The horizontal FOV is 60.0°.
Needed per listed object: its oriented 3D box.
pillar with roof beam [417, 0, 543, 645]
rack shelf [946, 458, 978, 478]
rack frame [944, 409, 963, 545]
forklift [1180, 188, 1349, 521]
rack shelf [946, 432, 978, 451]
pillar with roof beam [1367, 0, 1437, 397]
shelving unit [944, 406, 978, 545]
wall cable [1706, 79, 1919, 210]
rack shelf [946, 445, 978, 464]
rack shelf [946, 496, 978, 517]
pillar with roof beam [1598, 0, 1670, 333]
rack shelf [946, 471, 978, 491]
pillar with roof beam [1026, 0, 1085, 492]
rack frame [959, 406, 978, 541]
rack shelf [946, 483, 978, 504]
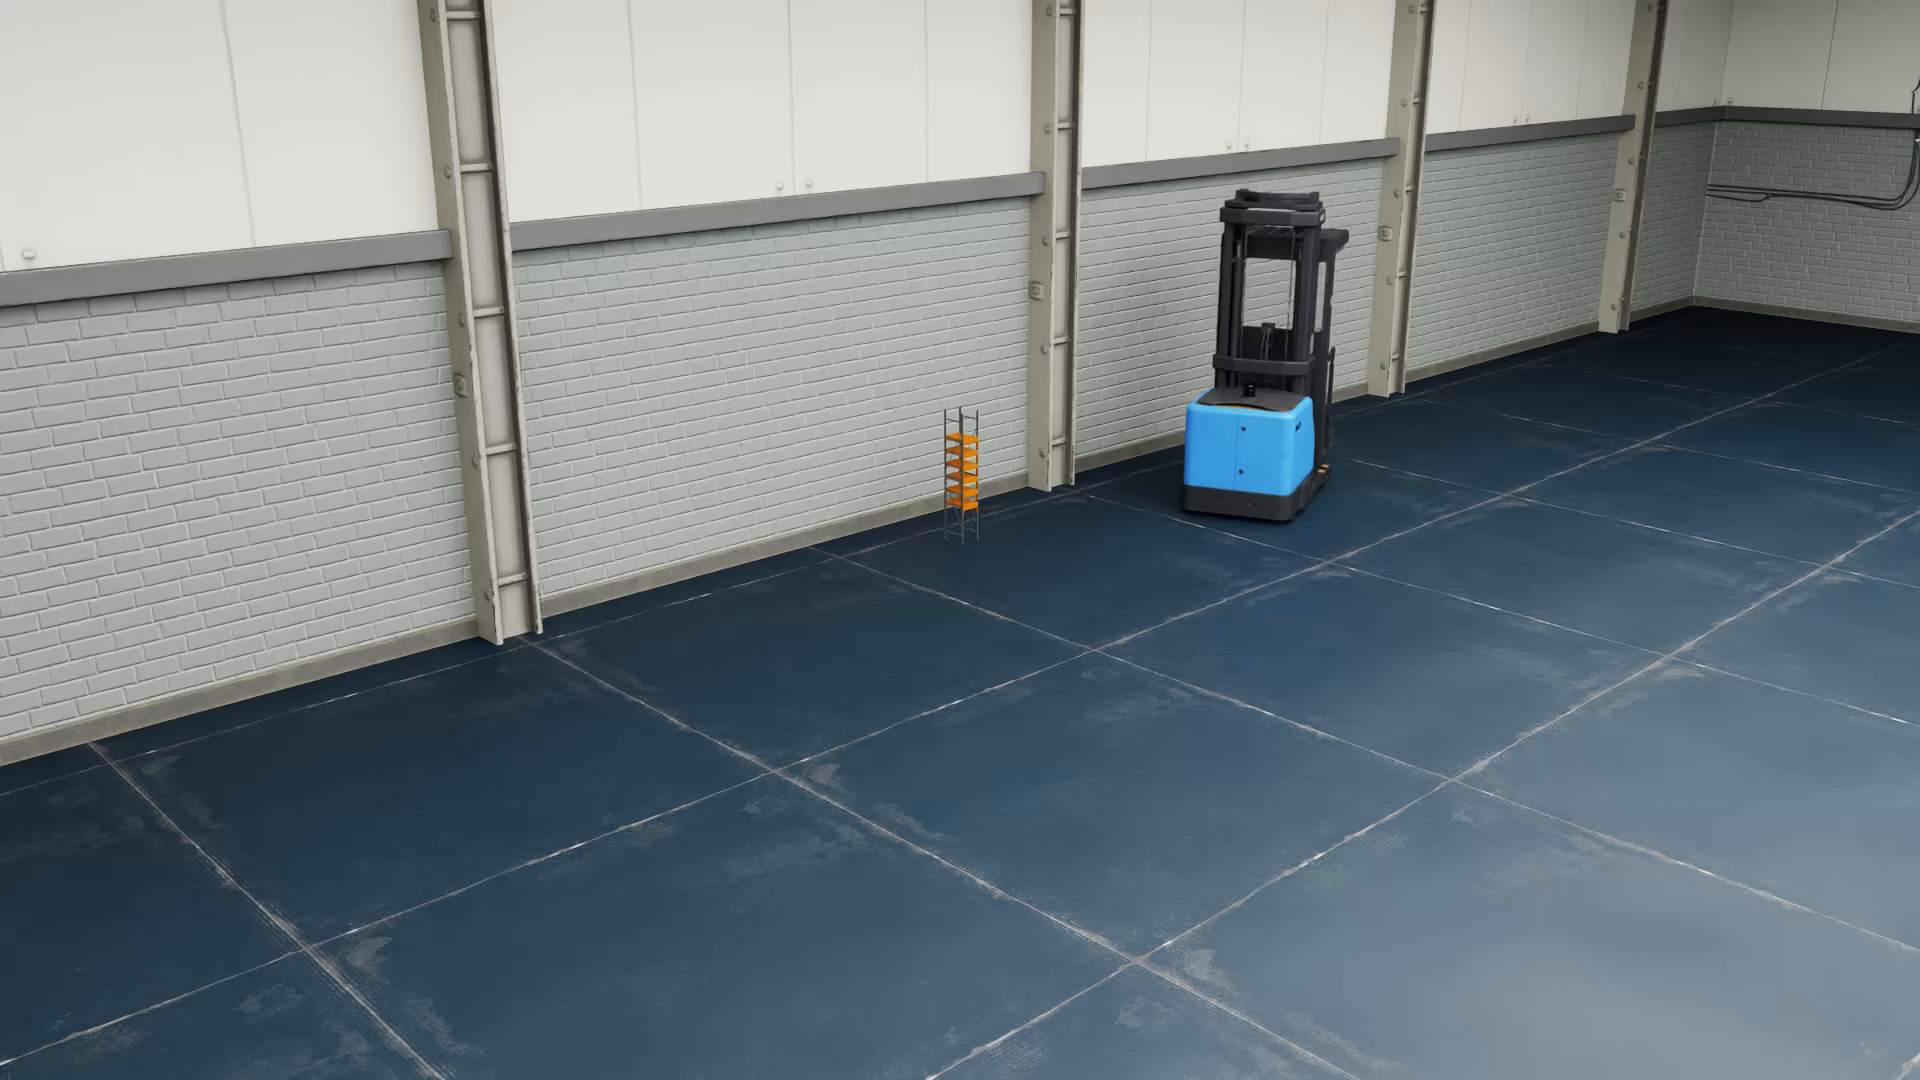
[{"bbox_3d":[-0.495,-2.598,8.408,0.400,9.000,9.100,-16,24,-41],"label":"pillar with roof beam"},{"bbox_3d":[0.011,-0.646,14.786,0.180,0.103,0.258,-16,24,-41],"label":"rack shelf"},{"bbox_3d":[-0.056,-0.554,14.749,0.006,1.200,0.240,-16,24,-41],"label":"rack frame"},{"bbox_3d":[3.129,-1.983,16.349,1.130,2.935,3.031,8,19,22],"label":"forklift"},{"bbox_3d":[0.011,-0.874,14.712,0.180,0.103,0.258,-16,24,-41],"label":"rack shelf"},{"bbox_3d":[8.224,-5.141,16.251,0.400,9.000,9.100,-16,24,-41],"label":"pillar with roof beam"},{"bbox_3d":[0.011,-0.574,14.809,0.189,1.200,0.258,-16,24,-41],"label":"shelving unit"},{"bbox_3d":[12.675,-6.228,24.638,0.112,2.526,3.097,-16,24,-41],"label":"wall cable"},{"bbox_3d":[0.011,-0.760,14.749,0.180,0.103,0.258,-16,24,-41],"label":"rack shelf"},{"bbox_3d":[0.011,-0.303,14.897,0.180,0.103,0.258,-16,24,-41],"label":"rack shelf"},{"bbox_3d":[12.584,-6.413,20.172,0.400,9.000,9.100,-16,24,-41],"label":"pillar with roof beam"},{"bbox_3d":[0.011,-0.532,14.823,0.180,0.103,0.258,-16,24,-41],"label":"rack shelf"},{"bbox_3d":[3.864,-3.870,12.330,0.400,9.000,9.100,-16,24,-41],"label":"pillar with roof beam"},{"bbox_3d":[0.077,-0.593,14.869,0.006,1.200,0.240,-16,24,-41],"label":"rack frame"},{"bbox_3d":[0.011,-0.417,14.860,0.180,0.103,0.258,-16,24,-41],"label":"rack shelf"}]
